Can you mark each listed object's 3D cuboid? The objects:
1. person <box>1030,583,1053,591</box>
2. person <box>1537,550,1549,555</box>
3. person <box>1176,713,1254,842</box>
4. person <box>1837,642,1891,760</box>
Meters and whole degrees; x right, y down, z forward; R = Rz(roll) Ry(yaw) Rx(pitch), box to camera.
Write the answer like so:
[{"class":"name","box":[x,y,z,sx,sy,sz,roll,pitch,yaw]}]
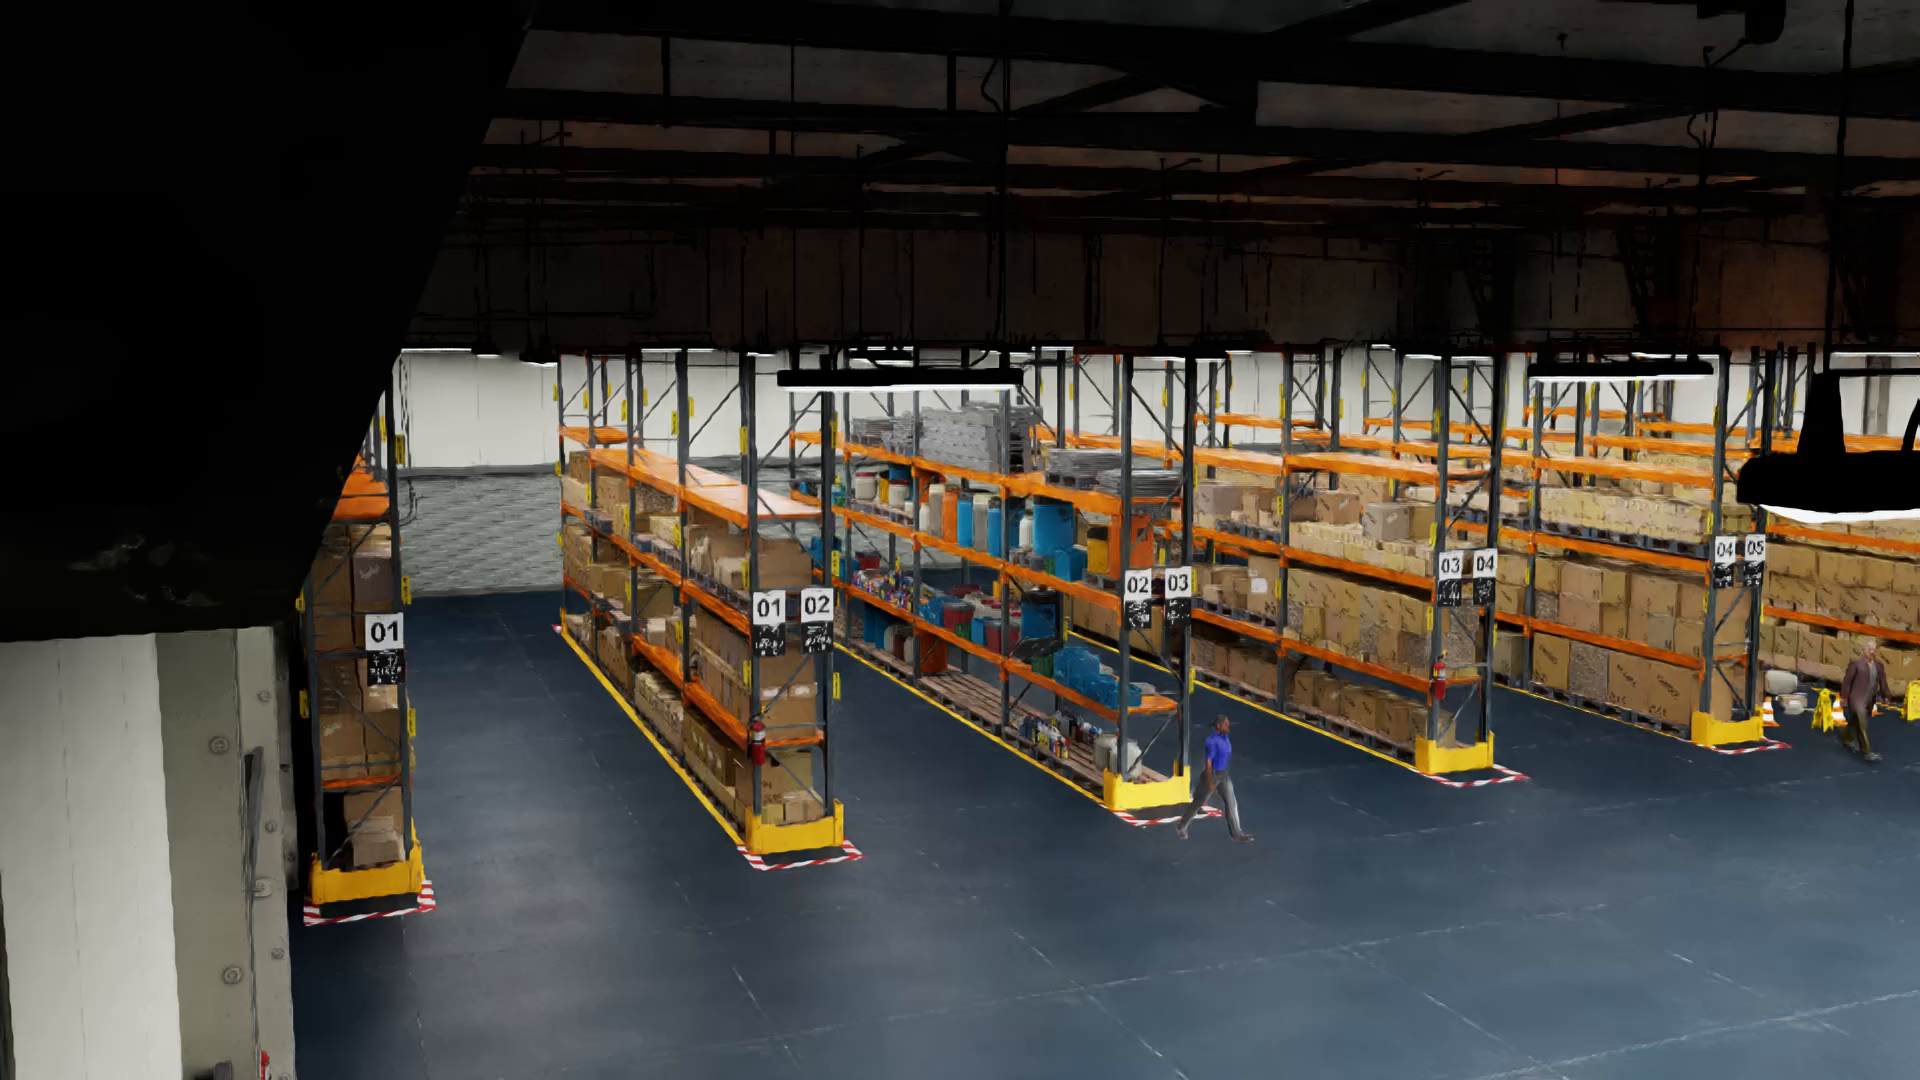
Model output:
[{"class":"person","box":[1.560,1.467,31.573,0.566,1.706,1.120,-2,8,-19]},{"class":"person","box":[11.988,1.086,34.398,0.597,1.744,0.668,0,7,1]},{"class":"person","box":[3.132,2.925,20.513,0.915,1.619,0.553,6,10,41]},{"class":"person","box":[13.398,2.347,24.594,0.571,1.716,1.104,-2,7,-13]}]
